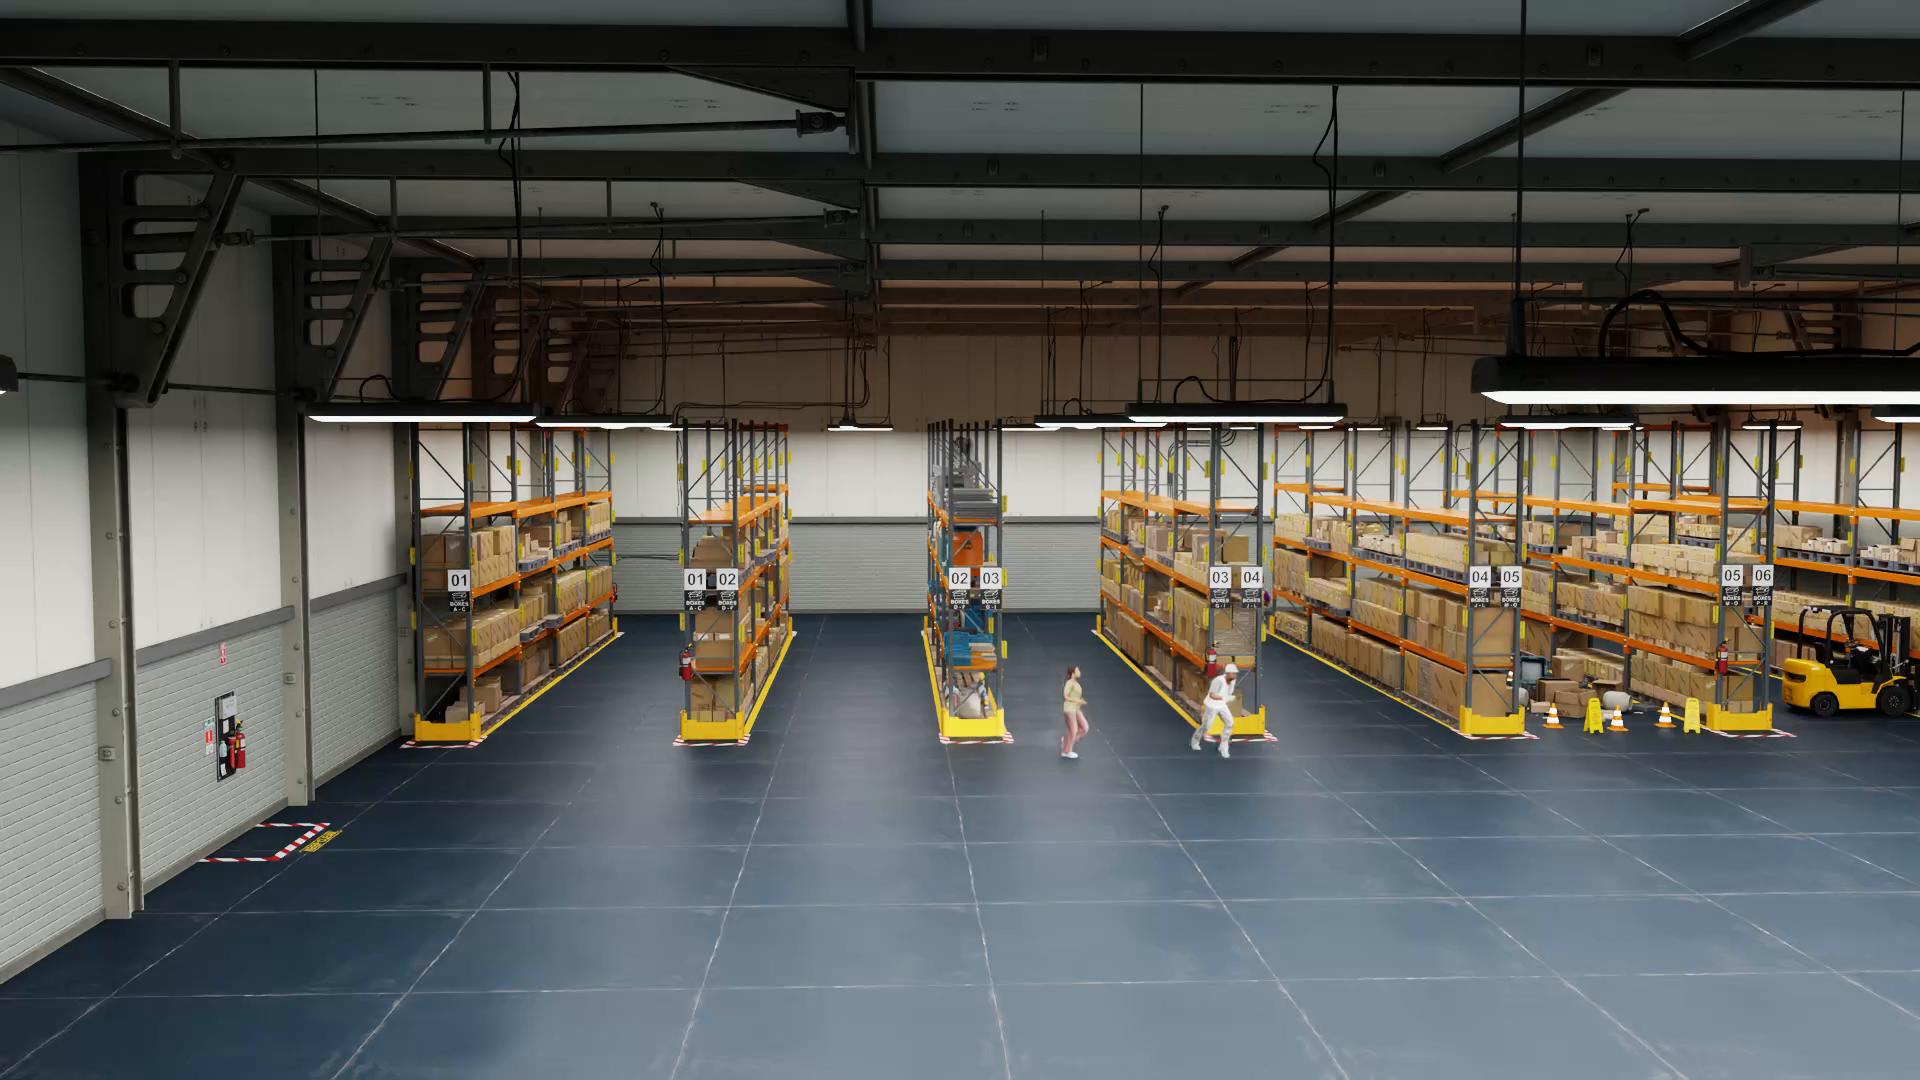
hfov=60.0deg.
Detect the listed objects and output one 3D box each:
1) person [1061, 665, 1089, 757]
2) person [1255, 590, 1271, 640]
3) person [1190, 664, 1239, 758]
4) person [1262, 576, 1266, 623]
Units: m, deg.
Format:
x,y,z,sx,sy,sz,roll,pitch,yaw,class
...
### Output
x,y,z,sx,sy,sz,roll,pitch,yaw,class
2.019,3.024,29.326,0.539,1.639,0.562,2,4,24,person
7.997,1.992,44.908,0.696,1.776,1.016,0,4,-7,person
4.538,3.022,29.555,0.729,1.718,1.017,-4,5,-44,person
8.790,1.807,48.690,0.575,1.603,0.600,-1,4,-22,person
